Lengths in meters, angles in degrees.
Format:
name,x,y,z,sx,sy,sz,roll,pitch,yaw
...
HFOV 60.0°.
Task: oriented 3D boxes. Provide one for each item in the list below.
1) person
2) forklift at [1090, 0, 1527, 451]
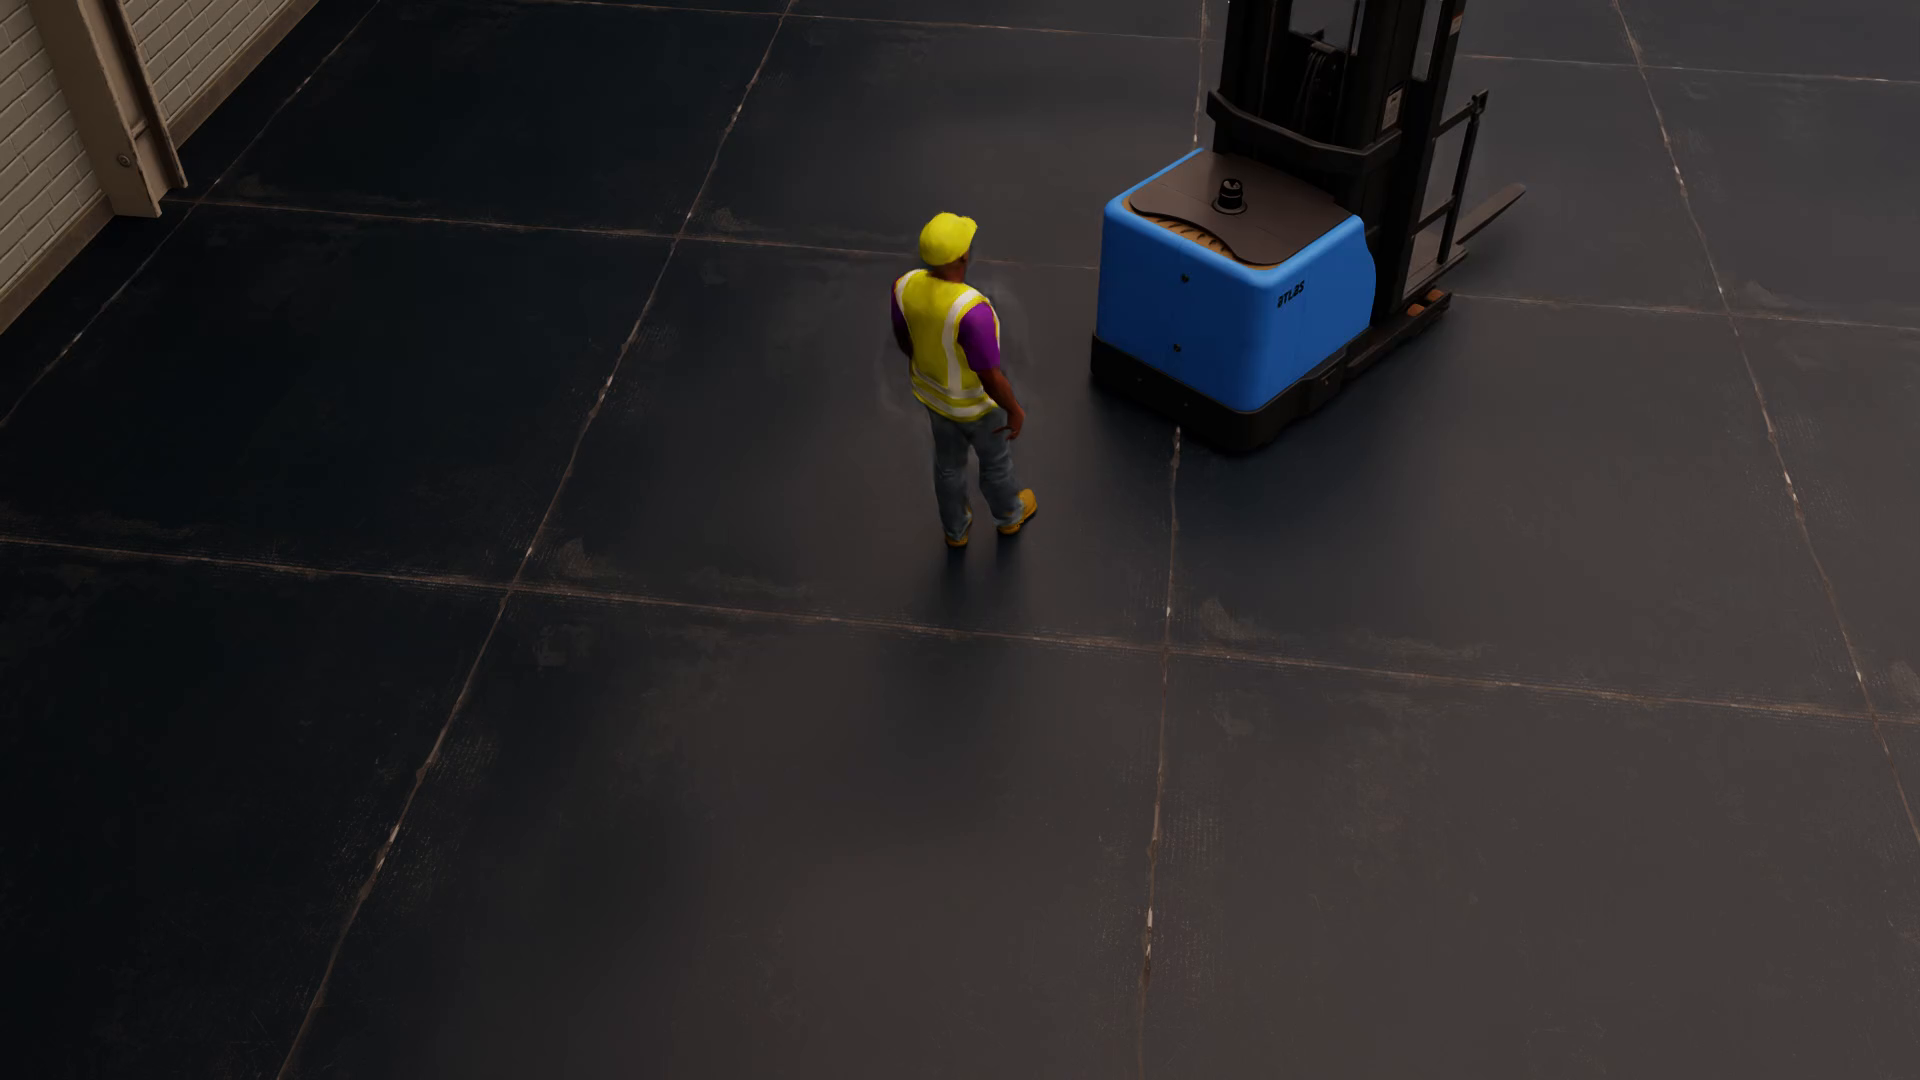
name,x,y,z,sx,sy,sz,roll,pitch,yaw
person,0.081,-0.713,7.355,0.661,1.768,0.662,33,52,31
forklift,2.068,-2.421,8.360,1.130,2.935,3.031,33,52,31
